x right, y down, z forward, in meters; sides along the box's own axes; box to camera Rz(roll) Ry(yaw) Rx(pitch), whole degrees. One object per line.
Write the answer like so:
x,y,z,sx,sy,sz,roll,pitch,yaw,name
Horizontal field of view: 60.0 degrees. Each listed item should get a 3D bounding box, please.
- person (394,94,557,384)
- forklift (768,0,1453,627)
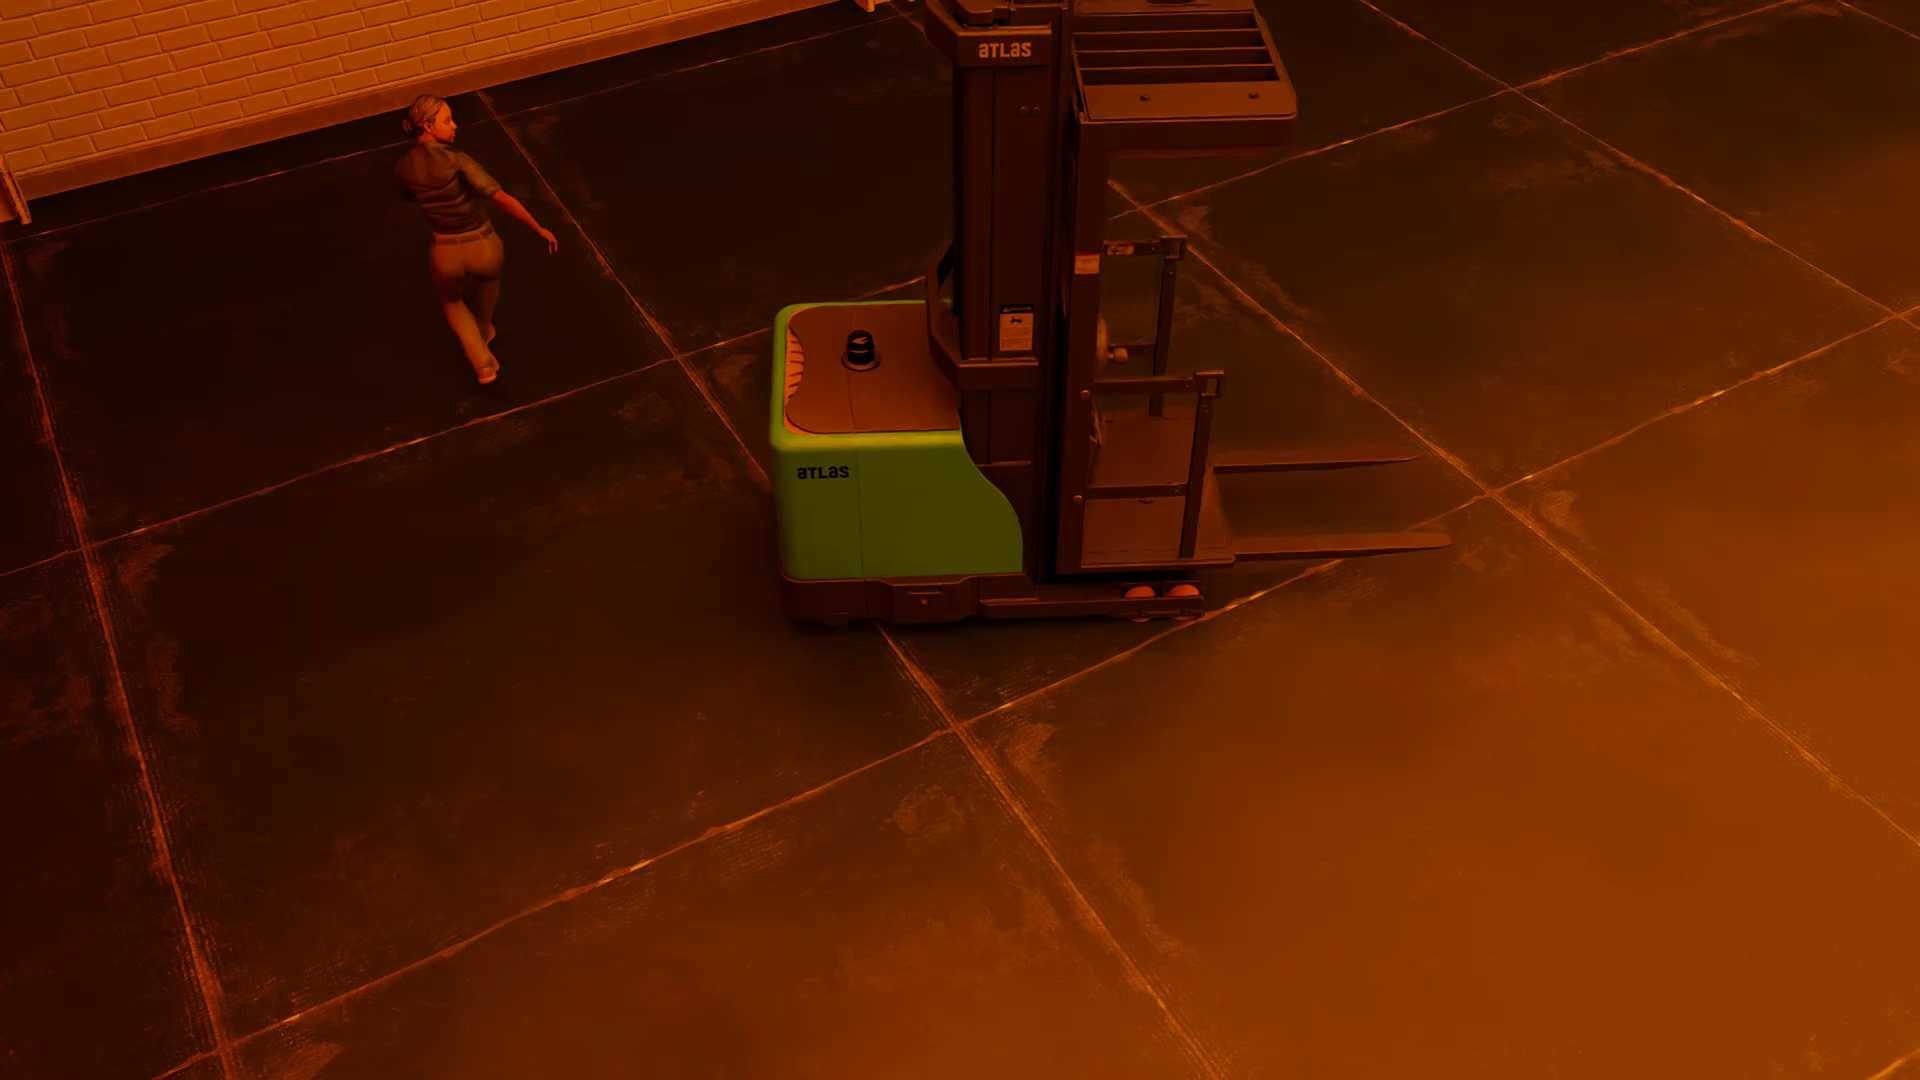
-2.423,-1.555,8.425,0.785,1.533,0.817,-4,43,-4,person
0.697,-1.068,6.849,3.031,2.935,1.130,-2,43,-2,forklift
